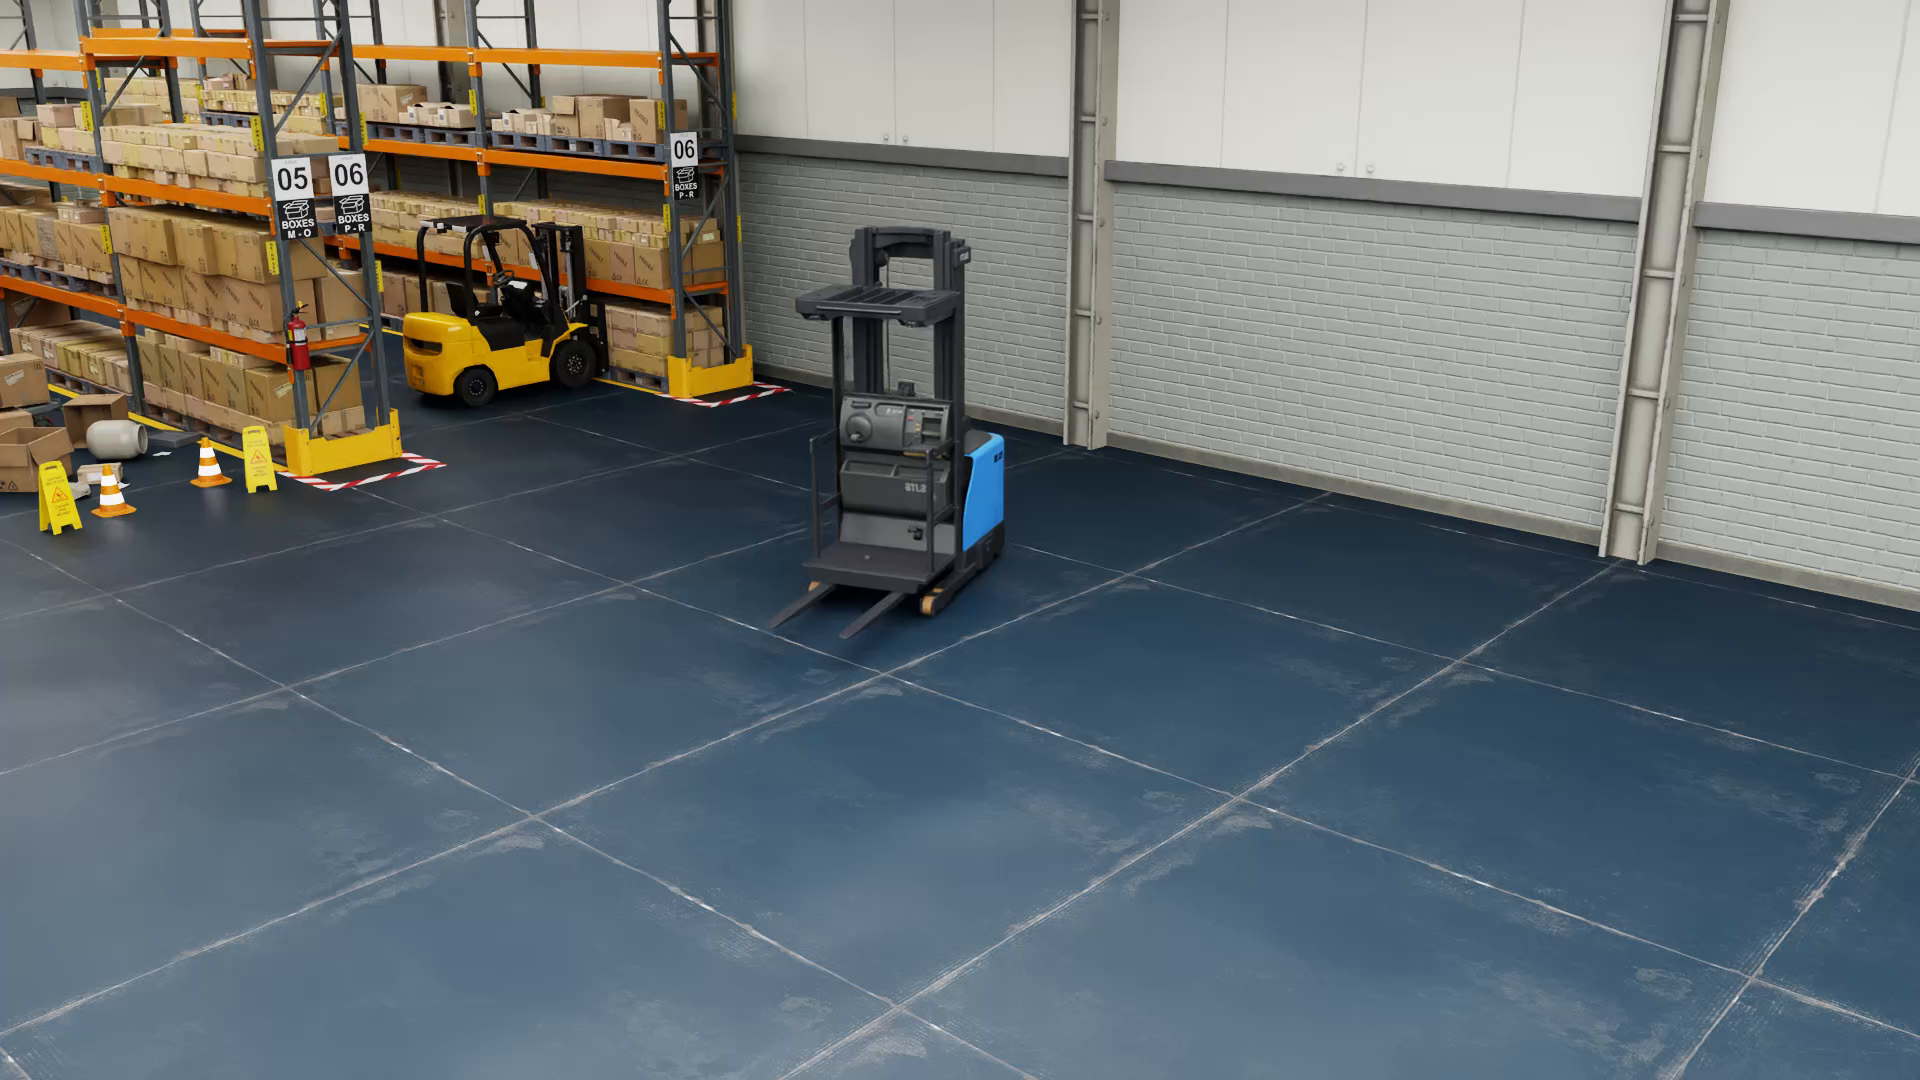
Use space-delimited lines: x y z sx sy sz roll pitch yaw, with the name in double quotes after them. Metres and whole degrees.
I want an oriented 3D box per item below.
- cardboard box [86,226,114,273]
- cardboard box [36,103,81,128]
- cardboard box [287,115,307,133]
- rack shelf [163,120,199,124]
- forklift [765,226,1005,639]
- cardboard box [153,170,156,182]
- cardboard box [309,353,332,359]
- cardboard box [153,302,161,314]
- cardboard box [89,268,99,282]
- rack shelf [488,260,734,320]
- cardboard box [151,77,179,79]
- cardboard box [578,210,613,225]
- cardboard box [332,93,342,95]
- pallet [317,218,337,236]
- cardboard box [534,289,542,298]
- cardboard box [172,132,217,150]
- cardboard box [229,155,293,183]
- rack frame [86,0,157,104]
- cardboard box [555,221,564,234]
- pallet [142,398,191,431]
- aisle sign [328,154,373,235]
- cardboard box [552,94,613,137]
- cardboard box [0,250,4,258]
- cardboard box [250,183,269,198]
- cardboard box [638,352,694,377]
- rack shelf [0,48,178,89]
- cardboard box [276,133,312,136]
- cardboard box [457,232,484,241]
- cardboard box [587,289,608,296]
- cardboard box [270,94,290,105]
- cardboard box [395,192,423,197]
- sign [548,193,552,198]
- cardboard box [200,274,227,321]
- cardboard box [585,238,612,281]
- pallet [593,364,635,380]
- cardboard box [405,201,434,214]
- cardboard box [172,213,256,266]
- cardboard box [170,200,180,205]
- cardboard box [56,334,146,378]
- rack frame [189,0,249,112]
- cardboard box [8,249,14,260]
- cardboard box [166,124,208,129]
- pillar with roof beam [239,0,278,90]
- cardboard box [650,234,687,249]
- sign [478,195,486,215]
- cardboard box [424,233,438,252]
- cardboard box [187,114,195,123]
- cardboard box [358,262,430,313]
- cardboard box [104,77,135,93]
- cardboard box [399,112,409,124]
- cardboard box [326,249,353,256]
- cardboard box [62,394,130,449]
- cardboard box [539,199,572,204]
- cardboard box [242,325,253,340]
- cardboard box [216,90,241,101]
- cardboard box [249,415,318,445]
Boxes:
-9.954 -3.461 19.707 0.500 0.500 0.500 15 23 38 "cardboard box"
-10.752 -5.115 20.038 0.500 0.250 0.500 16 23 40 "cardboard box"
-10.077 -6.465 25.812 0.500 0.250 0.500 15 23 39 "cardboard box"
-13.644 -7.249 29.225 4.000 0.370 1.077 15 23 39 "rack shelf"
-0.601 -0.933 13.207 1.130 2.935 3.031 7 19 20 "forklift"
-8.615 -4.017 18.267 0.250 0.149 0.380 14 22 38 "cardboard box"
-7.296 -1.808 18.460 0.500 0.500 0.500 14 22 37 "cardboard box"
-8.991 -2.690 19.043 0.250 0.149 0.380 15 23 39 "cardboard box"
-10.210 -3.209 19.985 0.250 0.149 0.380 14 22 38 "cardboard box"
-4.668 -3.410 22.087 4.000 0.370 1.077 15 23 39 "rack shelf"
-14.233 -8.171 29.872 0.500 0.250 0.500 14 22 38 "cardboard box"
-4.731 -4.181 21.597 0.250 0.149 0.380 15 23 40 "cardboard box"
-9.836 -6.934 26.139 0.250 0.149 0.380 16 24 41 "cardboard box"
-9.709 -4.986 26.182 1.003 0.211 1.213 15 23 39 "pallet"
-5.635 -3.247 22.584 0.500 0.250 0.500 15 23 39 "cardboard box"
-8.082 -4.219 17.585 0.250 0.149 0.380 16 23 41 "cardboard box"
-7.026 -3.769 16.827 0.500 0.250 0.500 15 23 39 "cardboard box"
-15.139 -9.423 29.928 0.127 3.000 1.000 15 23 39 "rack frame"
-5.162 -4.124 21.910 0.250 0.149 0.380 14 22 38 "cardboard box"
-8.930 -1.575 19.724 1.213 0.211 1.003 15 23 39 "pallet"
-6.212 -3.524 16.960 0.004 0.787 0.394 15 23 39 "aisle sign"
-4.777 -5.466 21.387 0.637 0.503 0.797 16 24 41 "cardboard box"
-12.998 -3.805 22.390 0.500 0.250 0.500 14 22 37 "cardboard box"
-6.917 -3.546 16.782 0.250 0.149 0.380 15 23 39 "cardboard box"
-3.733 -2.264 21.137 0.500 0.250 0.500 15 23 40 "cardboard box"
-10.952 -5.758 20.229 4.000 0.370 1.077 15 23 39 "rack shelf"
-7.078 -4.213 17.567 0.250 0.149 0.380 15 23 39 "cardboard box"
-6.701 -4.362 23.319 0.500 0.250 0.500 14 23 38 "cardboard box"
-4.909 -3.262 22.631 0.500 0.250 0.500 15 23 40 "cardboard box"
-10.580 -6.910 26.065 0.250 0.149 0.380 15 23 39 "cardboard box"
-8.355 -5.202 25.306 0.250 0.149 0.380 15 23 39 "cardboard box"
-5.797 -4.731 23.497 0.005 0.325 0.100 15 23 39 "sign"
-7.796 -2.666 17.897 0.500 0.500 0.500 15 23 39 "cardboard box"
-4.480 -3.647 21.480 0.500 0.500 0.500 14 23 38 "cardboard box"
-4.680 -2.411 22.360 1.213 0.211 1.003 15 23 39 "pallet"
-7.792 -4.815 24.087 0.250 0.149 0.380 14 23 38 "cardboard box"
-8.095 -3.261 18.117 0.500 0.500 0.700 15 23 39 "cardboard box"
-13.696 -5.962 29.353 0.250 0.149 0.380 15 23 39 "cardboard box"
-10.911 -2.366 21.257 0.625 0.372 0.950 16 24 41 "cardboard box"
-12.148 -8.620 27.397 0.127 3.000 1.000 15 23 39 "rack frame"
-12.139 -3.742 21.666 0.250 0.149 0.380 13 22 36 "cardboard box"
-8.829 -4.671 19.011 0.250 0.149 0.380 14 23 38 "cardboard box"
-14.928 -7.990 25.411 0.400 9.000 9.100 15 23 39 "pillar with roof beam"
-3.618 -3.714 20.619 0.250 0.149 0.380 15 23 40 "cardboard box"
-6.517 -4.544 22.687 0.005 0.325 0.100 15 23 39 "sign"
-7.445 -4.331 24.048 0.500 0.250 0.500 15 23 40 "cardboard box"
-12.794 -7.126 28.063 0.250 0.149 0.380 15 23 39 "cardboard box"
-8.698 -3.897 25.665 0.625 0.625 0.875 16 24 41 "cardboard box"
-14.974 -8.156 29.824 0.500 0.250 0.500 15 23 39 "cardboard box"
-7.765 -6.019 23.716 0.250 0.149 0.380 15 23 39 "cardboard box"
-10.128 -4.659 27.199 0.250 0.149 0.380 14 23 38 "cardboard box"
-9.558 -1.317 18.432 0.500 0.500 0.500 -3 18 -8 "cardboard box"
-5.565 -4.597 22.910 0.250 0.149 0.380 14 23 38 "cardboard box"
-7.327 -2.216 17.552 0.250 0.149 0.380 15 23 38 "cardboard box"
-11.807 -7.203 26.955 0.250 0.149 0.380 14 23 38 "cardboard box"
-7.265 -1.223 17.859 0.500 0.250 0.500 15 23 39 "cardboard box"
